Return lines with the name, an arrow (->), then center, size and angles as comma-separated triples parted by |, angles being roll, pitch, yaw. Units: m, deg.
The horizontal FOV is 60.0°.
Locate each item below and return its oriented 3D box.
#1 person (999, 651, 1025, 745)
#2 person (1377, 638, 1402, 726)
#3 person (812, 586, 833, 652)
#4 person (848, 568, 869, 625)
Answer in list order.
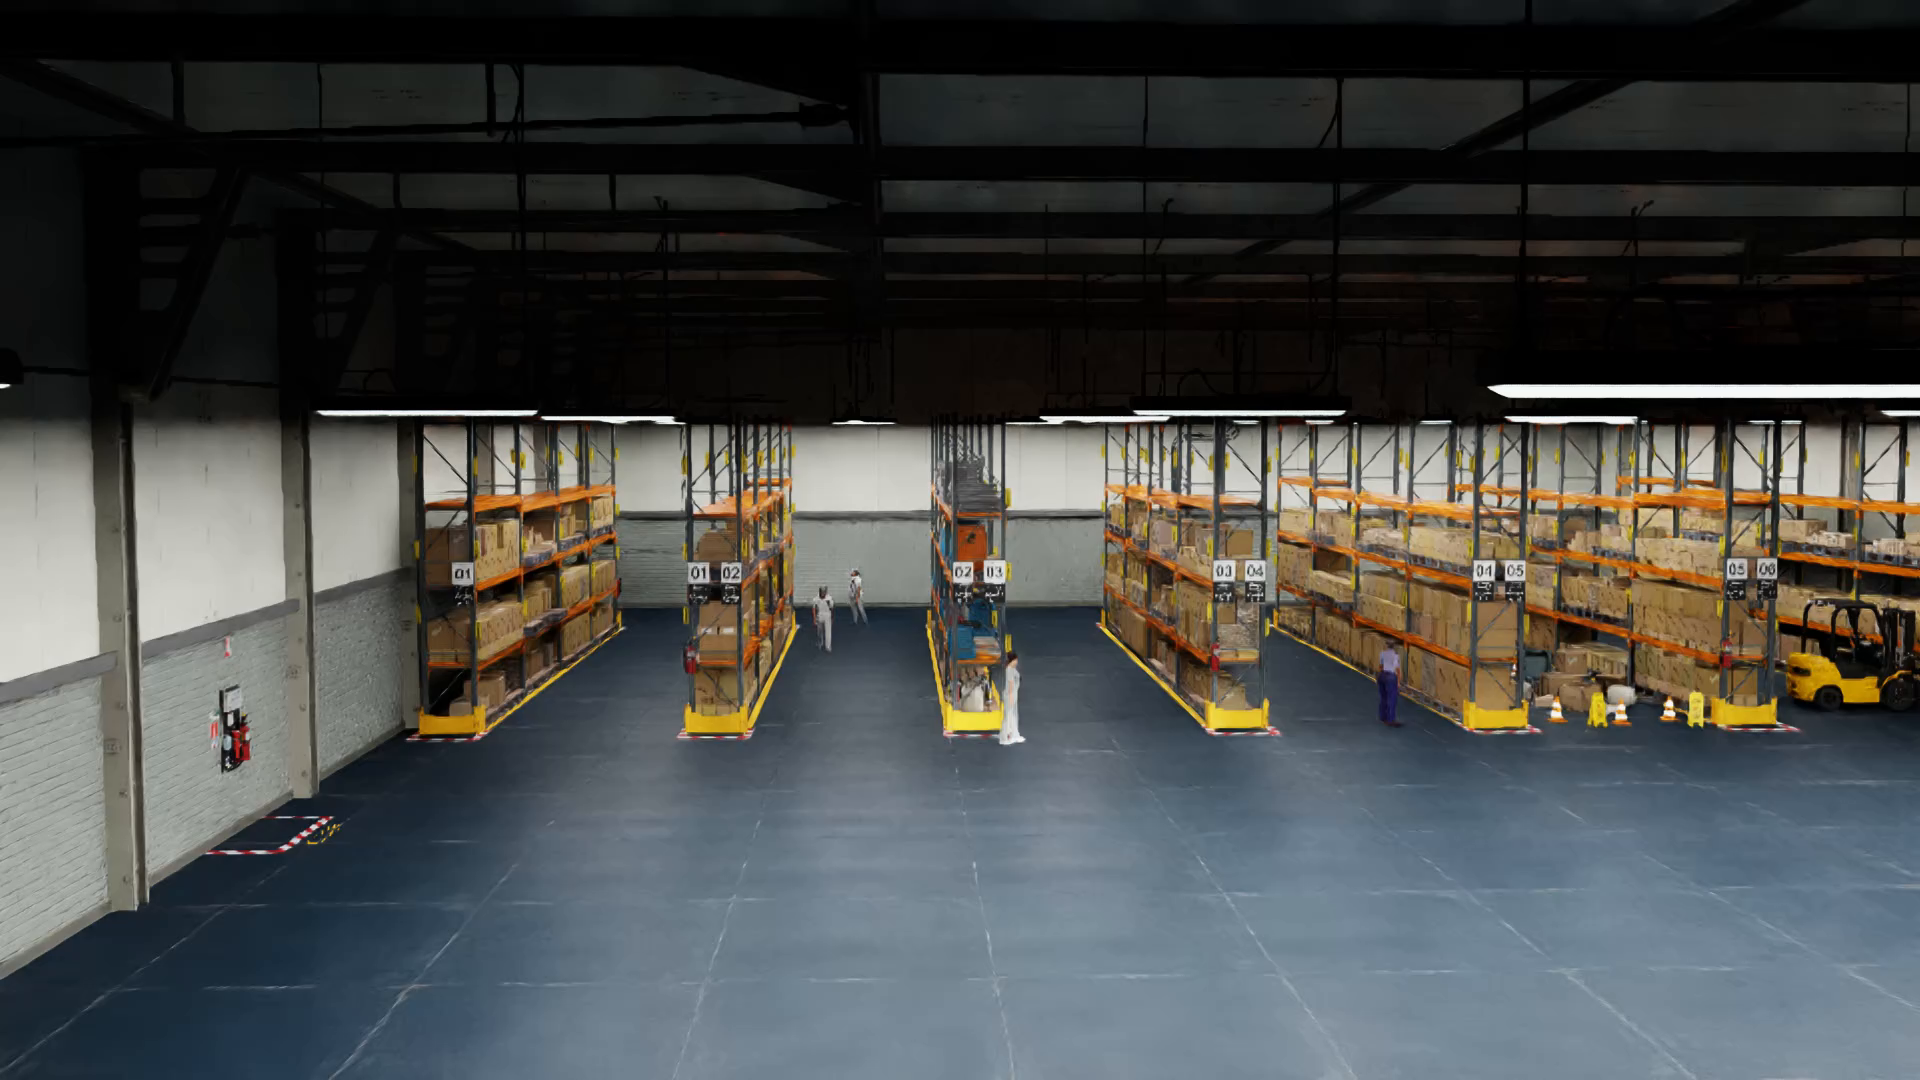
person -> 0.938, 2.839, 29.994 | 0.477, 1.668, 0.552 | 0, 4, 2
person -> 8.286, 2.719, 31.988 | 0.429, 1.642, 0.533 | -3, 5, -33
person -> -3.497, 1.983, 42.325 | 0.547, 1.672, 1.115 | 0, 4, -4
person -> -2.947, 1.631, 48.122 | 0.505, 1.657, 0.684 | -2, 4, -29
